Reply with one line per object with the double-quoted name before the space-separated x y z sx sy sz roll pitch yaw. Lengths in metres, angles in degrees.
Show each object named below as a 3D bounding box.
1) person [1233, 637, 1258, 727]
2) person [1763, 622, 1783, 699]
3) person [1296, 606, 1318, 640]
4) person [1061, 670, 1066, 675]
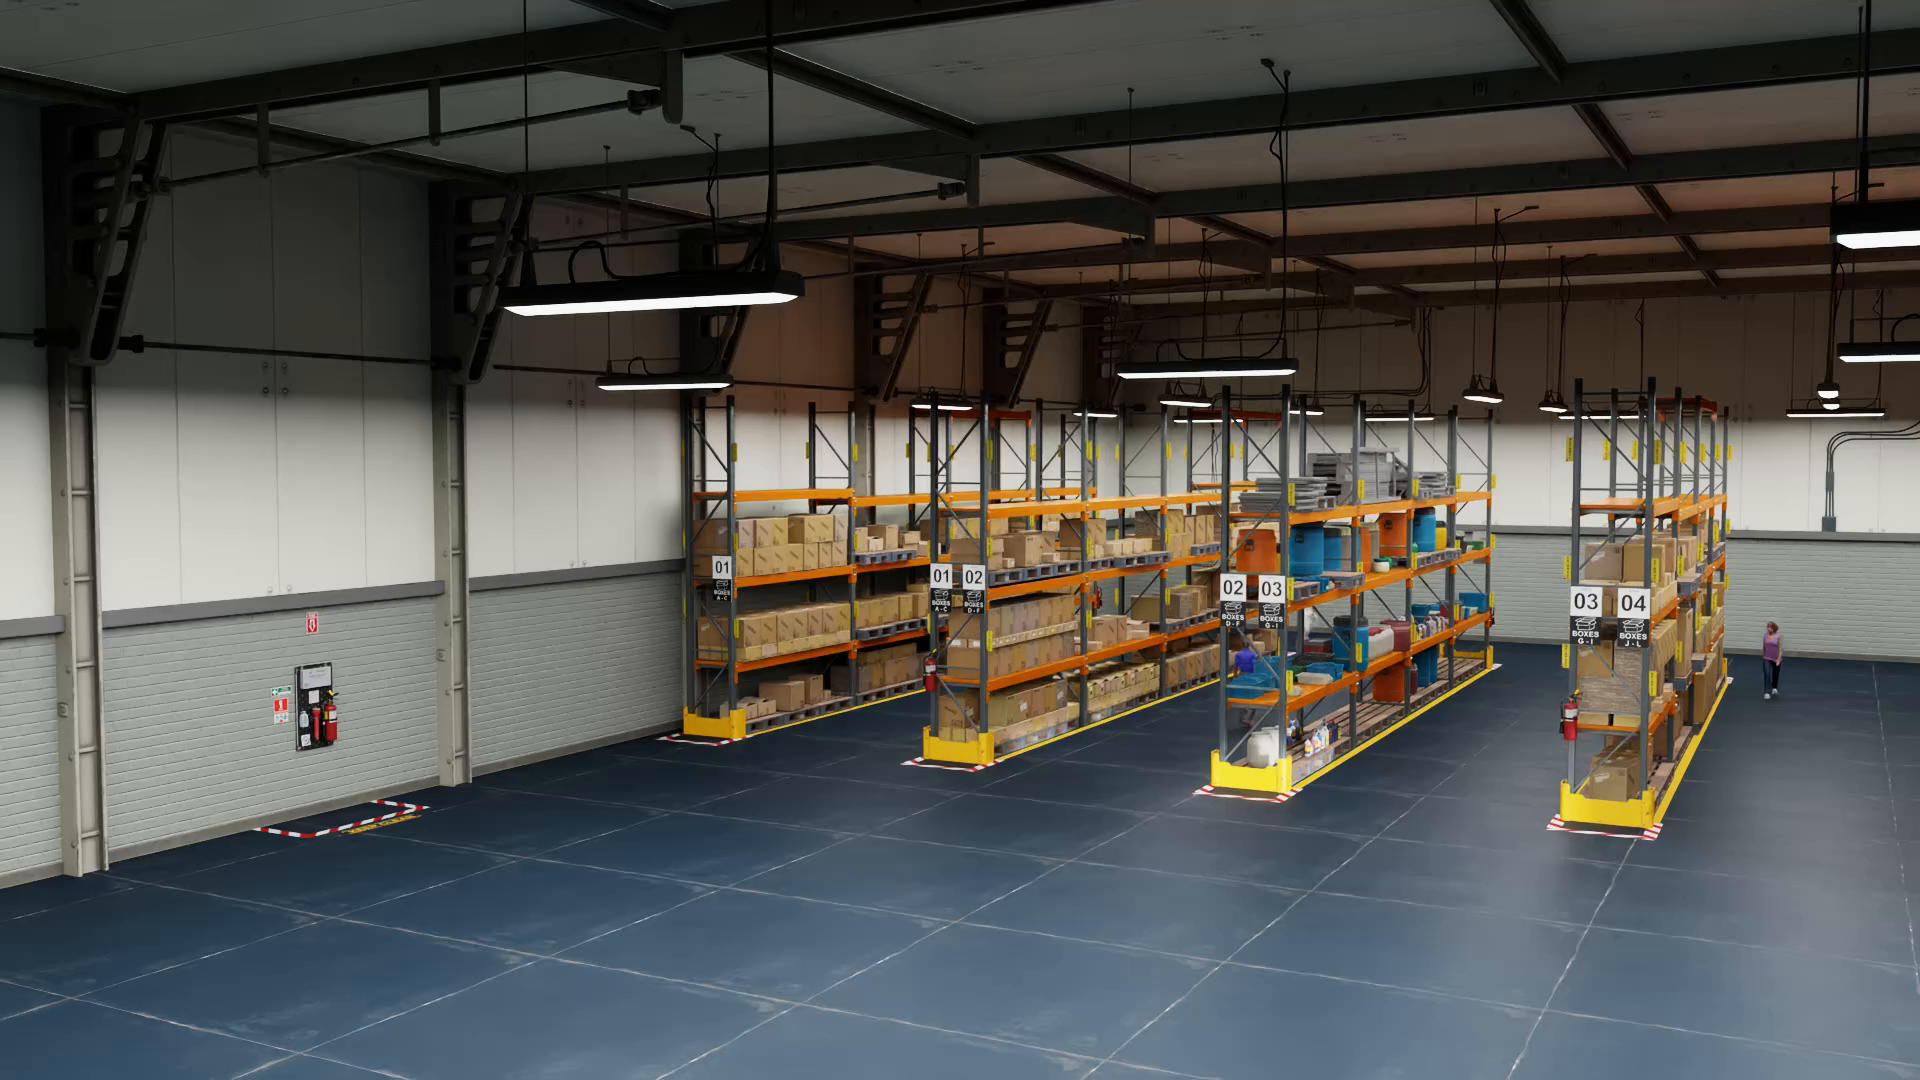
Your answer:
"person" 5.210 2.589 30.230 0.495 1.654 0.507 2 3 29
"person" 16.513 2.428 33.781 0.374 1.540 0.972 1 3 26
"person" 8.685 1.948 41.700 0.582 1.880 0.395 -3 4 -44
"person" 2.034 2.332 36.483 0.407 1.477 0.892 2 4 33
